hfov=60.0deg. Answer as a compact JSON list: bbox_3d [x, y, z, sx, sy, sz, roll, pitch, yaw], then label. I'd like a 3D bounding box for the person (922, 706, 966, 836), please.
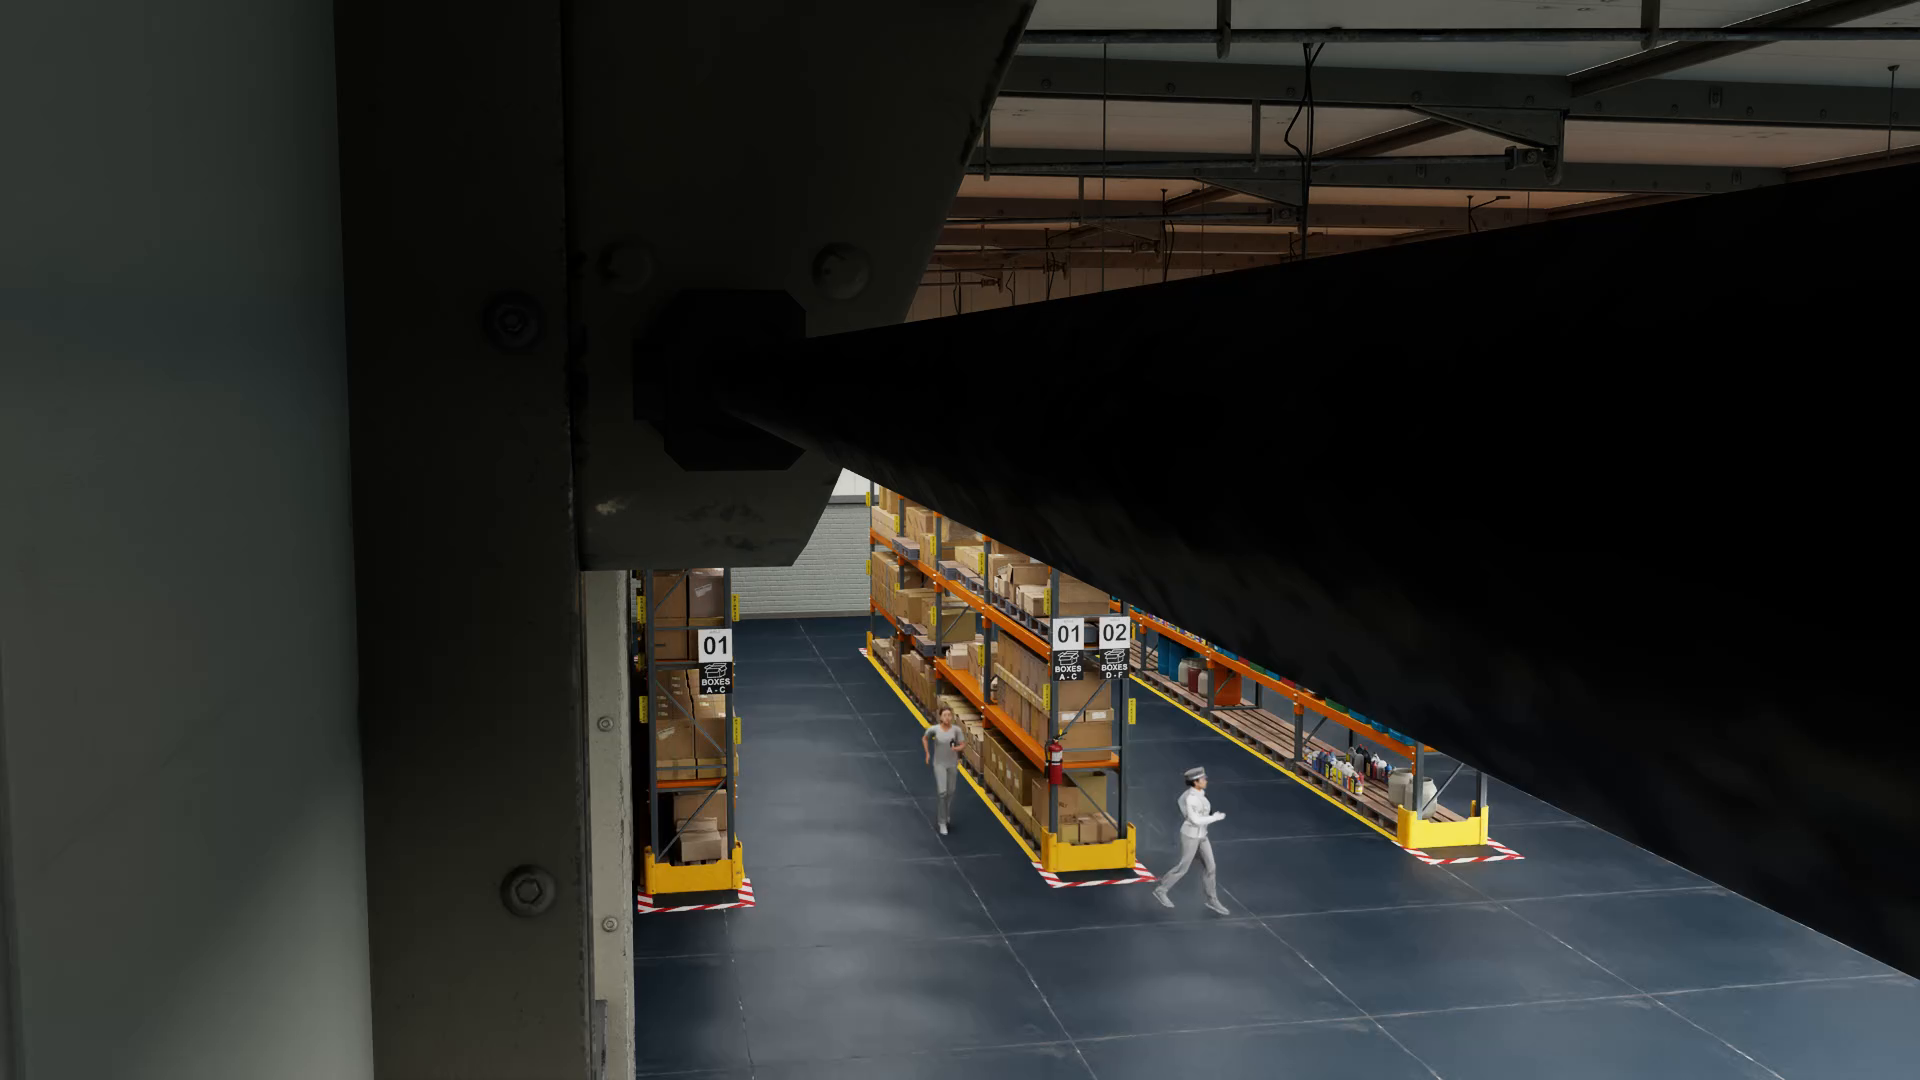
[{"bbox_3d":[-0.207,3.122,22.761,0.539,1.726,0.745,-2,6,-14],"label":"person"}]

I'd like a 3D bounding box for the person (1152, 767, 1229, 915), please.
[{"bbox_3d":[2.697,3.465,19.272,0.881,1.697,0.599,3,7,25],"label":"person"}]
